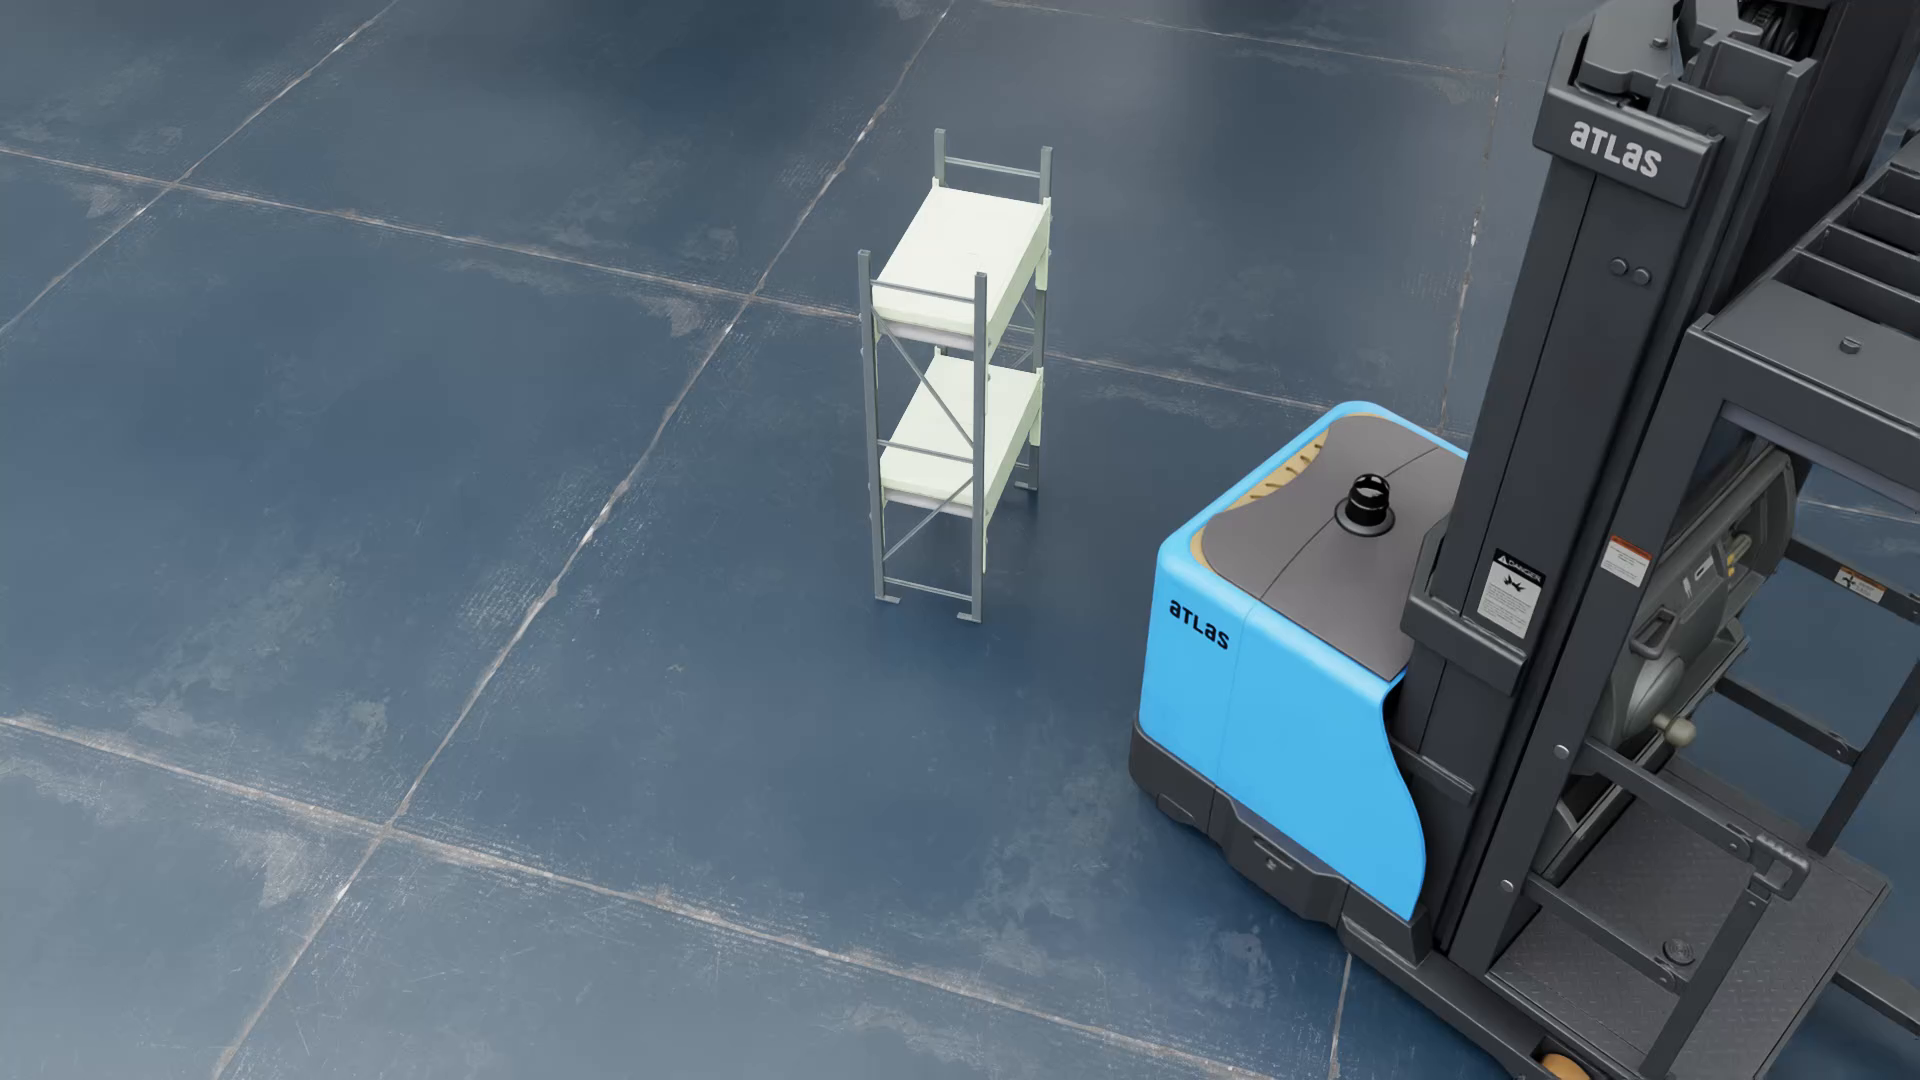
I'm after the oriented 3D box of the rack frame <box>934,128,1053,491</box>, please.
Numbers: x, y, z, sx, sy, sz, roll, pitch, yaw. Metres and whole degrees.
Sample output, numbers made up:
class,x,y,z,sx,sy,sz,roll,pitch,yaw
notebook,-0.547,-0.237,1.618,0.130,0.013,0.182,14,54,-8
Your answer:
class,x,y,z,sx,sy,sz,roll,pitch,yaw
rack frame,0.109,-0.776,5.970,0.400,1.500,0.023,13,46,12

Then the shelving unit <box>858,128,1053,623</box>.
class,x,y,z,sx,sy,sz,roll,pitch,yaw
shelving unit,-0.002,-0.532,5.721,0.431,1.500,0.755,13,46,12

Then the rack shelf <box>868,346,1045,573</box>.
class,x,y,z,sx,sy,sz,roll,pitch,yaw
rack shelf,-0.002,-0.299,5.949,0.431,0.370,0.720,13,46,12

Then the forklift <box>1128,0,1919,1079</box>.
class,x,y,z,sx,sy,sz,roll,pitch,yaw
forklift,1.949,0.222,3.927,3.031,2.935,1.130,34,54,30

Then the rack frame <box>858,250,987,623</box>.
class,x,y,z,sx,sy,sz,roll,pitch,yaw
rack frame,-0.113,-0.288,5.472,0.400,1.500,0.023,13,46,12

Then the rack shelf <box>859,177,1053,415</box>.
class,x,y,z,sx,sy,sz,roll,pitch,yaw
rack shelf,-0.002,-0.811,5.448,0.431,0.370,0.720,13,46,12
